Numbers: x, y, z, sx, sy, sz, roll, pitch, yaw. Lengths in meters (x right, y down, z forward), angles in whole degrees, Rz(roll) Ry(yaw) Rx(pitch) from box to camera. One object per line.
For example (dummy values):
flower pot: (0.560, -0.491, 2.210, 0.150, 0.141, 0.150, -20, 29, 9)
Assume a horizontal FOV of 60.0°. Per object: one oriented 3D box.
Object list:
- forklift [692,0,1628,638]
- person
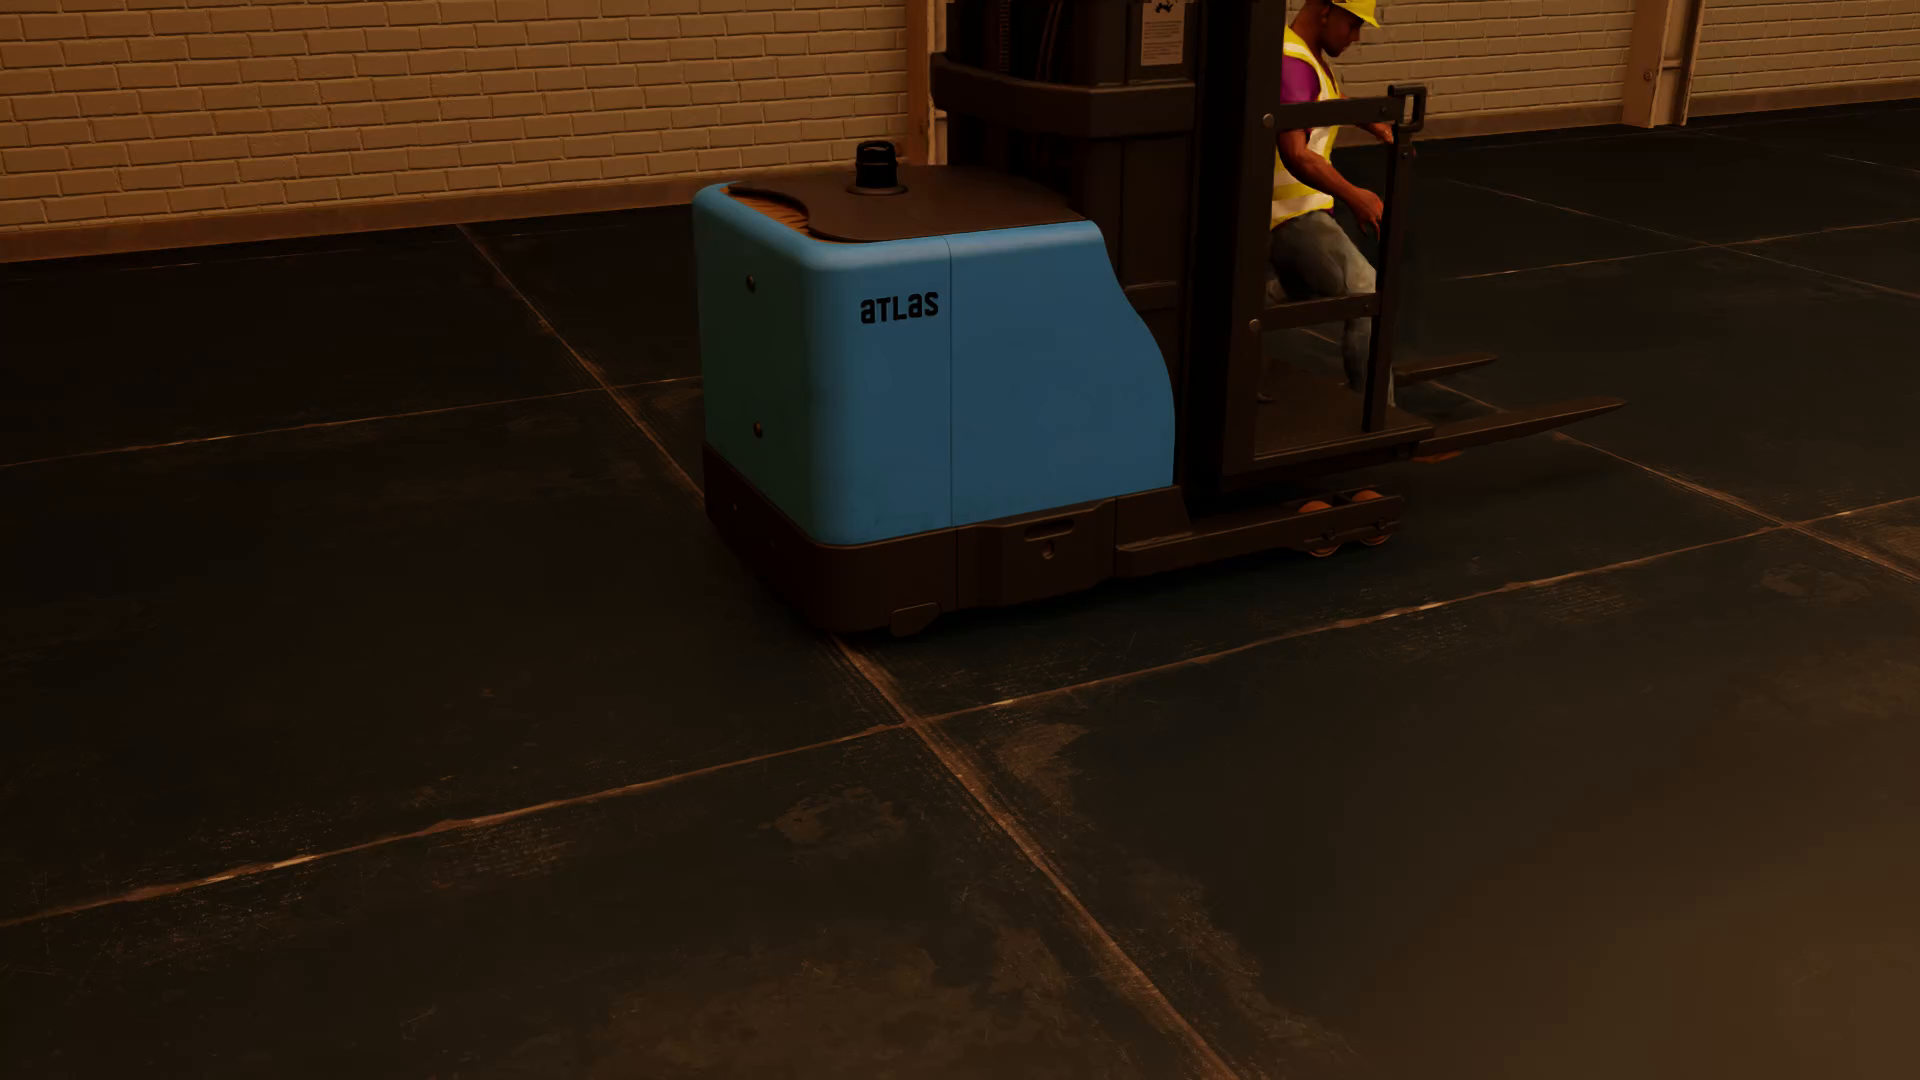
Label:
forklift: (0.772, -1.471, 4.828, 3.031, 2.935, 1.130, -11, 25, -24)
person: (1.283, -1.170, 5.754, 1.012, 1.591, 1.119, 6, 23, 13)
